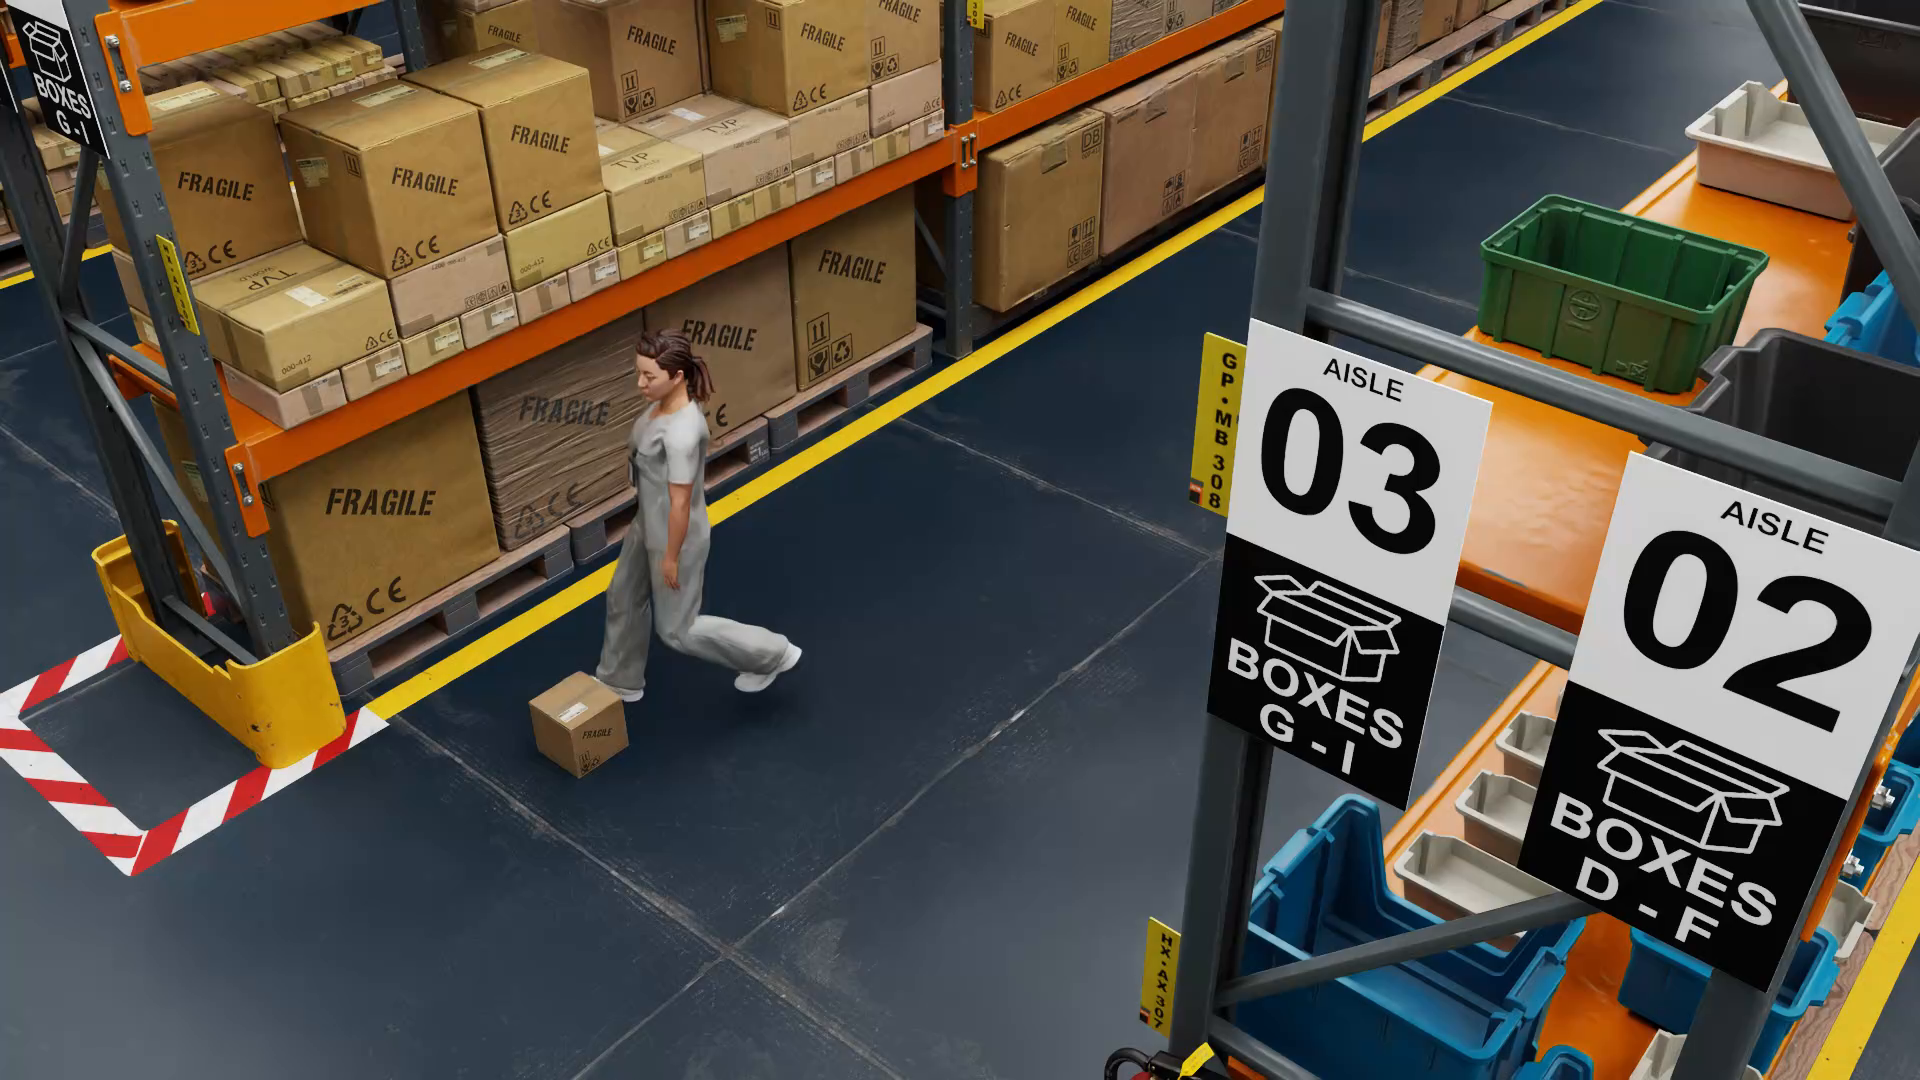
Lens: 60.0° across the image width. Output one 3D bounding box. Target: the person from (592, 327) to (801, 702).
[{"bbox_3d":[-1.107,-0.037,6.228,0.918,1.629,0.458,-10,36,-14],"label":"person"}]
